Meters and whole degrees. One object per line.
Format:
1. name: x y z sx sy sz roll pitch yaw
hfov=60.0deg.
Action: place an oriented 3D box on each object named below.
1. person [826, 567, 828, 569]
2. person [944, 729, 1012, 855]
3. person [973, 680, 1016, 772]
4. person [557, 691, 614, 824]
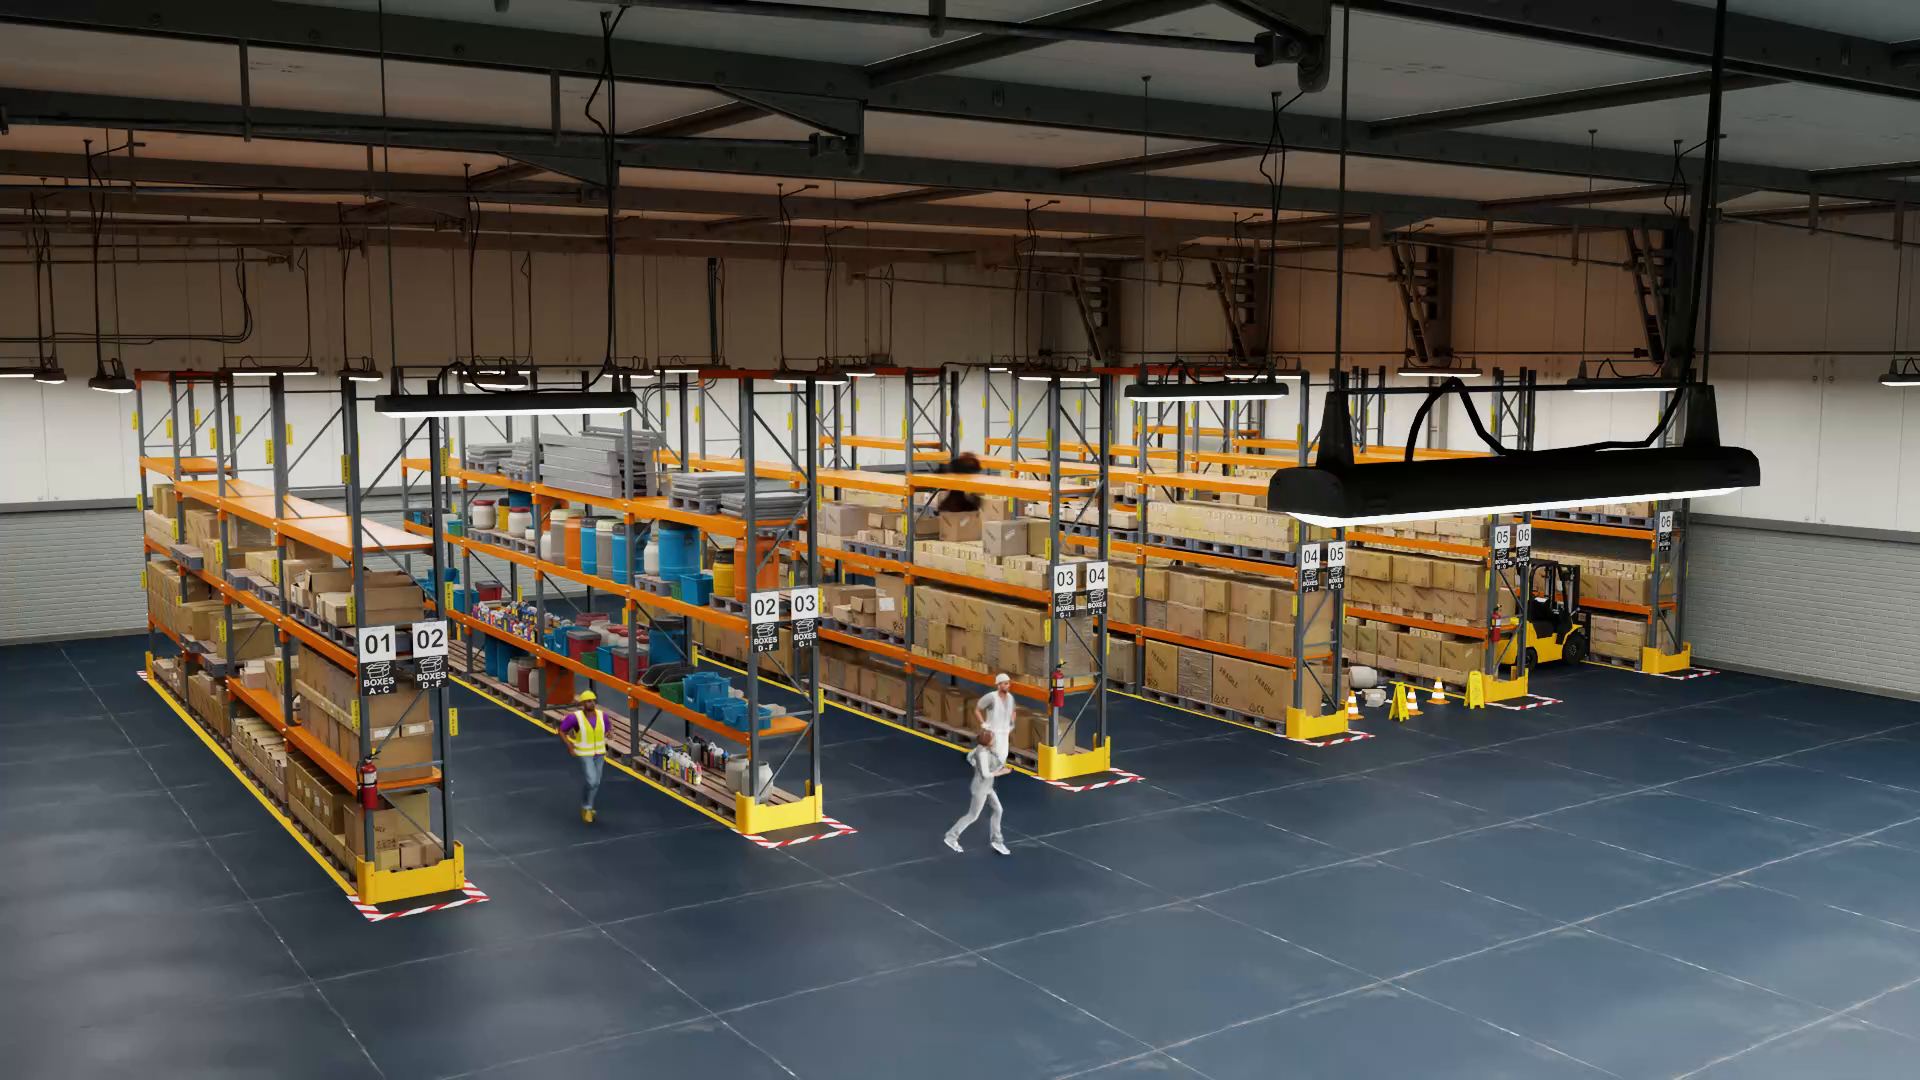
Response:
1. person: -3.390 0.798 42.101 0.422 1.604 0.643 0 6 -3
2. person: 0.228 3.178 20.950 0.850 1.630 0.549 0 6 4
3. person: 0.581 2.838 23.927 0.664 1.592 0.536 -6 9 -41
4. person: -4.986 2.931 22.476 0.676 1.794 0.684 -6 9 -41
